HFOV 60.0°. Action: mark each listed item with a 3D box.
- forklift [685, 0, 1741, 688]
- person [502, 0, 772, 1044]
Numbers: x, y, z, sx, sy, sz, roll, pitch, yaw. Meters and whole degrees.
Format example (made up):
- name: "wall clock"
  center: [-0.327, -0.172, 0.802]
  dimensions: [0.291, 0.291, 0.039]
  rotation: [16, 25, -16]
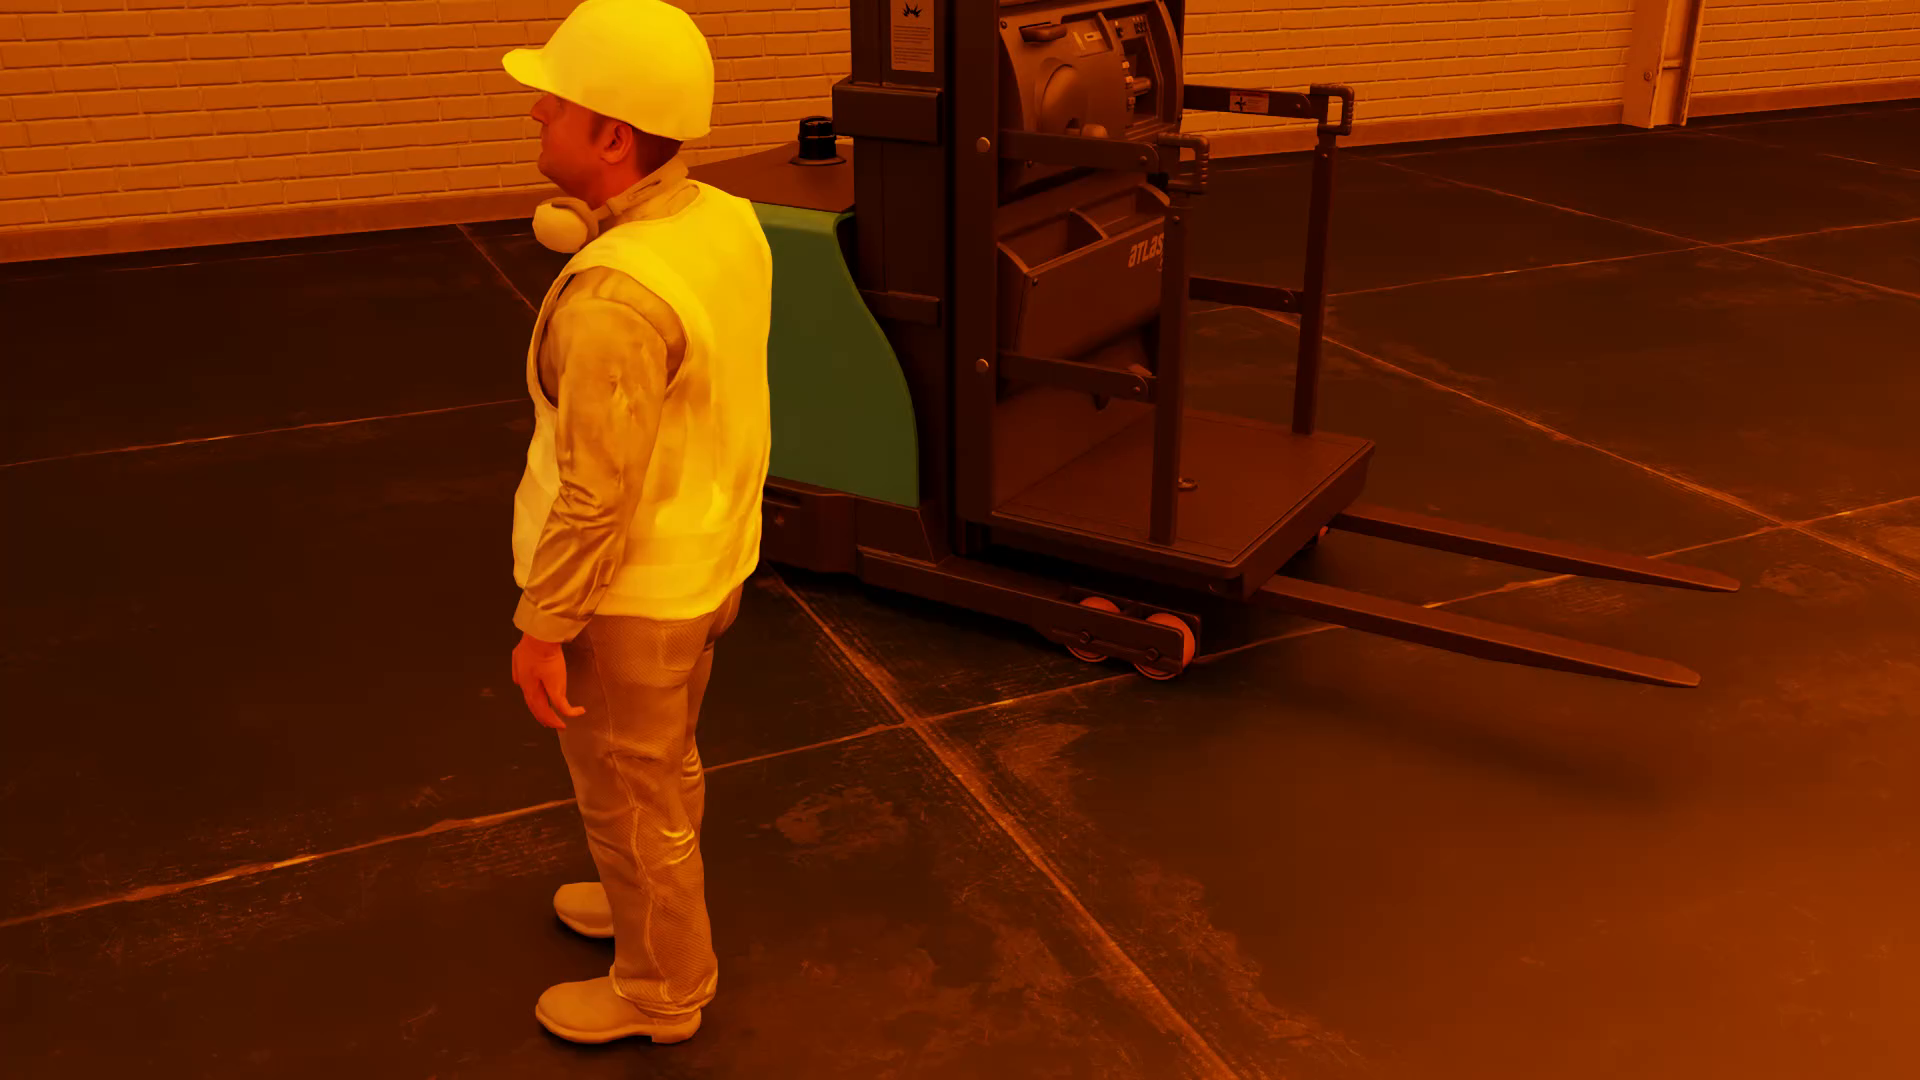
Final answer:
- name: "forklift"
  center: [0.534, -1.229, 4.245]
  dimensions: [3.031, 2.935, 1.130]
  rotation: [13, 26, 29]
- name: "person"
  center: [-0.582, 0.039, 2.681]
  dimensions: [0.570, 1.773, 0.630]
  rotation: [5, 23, 12]
